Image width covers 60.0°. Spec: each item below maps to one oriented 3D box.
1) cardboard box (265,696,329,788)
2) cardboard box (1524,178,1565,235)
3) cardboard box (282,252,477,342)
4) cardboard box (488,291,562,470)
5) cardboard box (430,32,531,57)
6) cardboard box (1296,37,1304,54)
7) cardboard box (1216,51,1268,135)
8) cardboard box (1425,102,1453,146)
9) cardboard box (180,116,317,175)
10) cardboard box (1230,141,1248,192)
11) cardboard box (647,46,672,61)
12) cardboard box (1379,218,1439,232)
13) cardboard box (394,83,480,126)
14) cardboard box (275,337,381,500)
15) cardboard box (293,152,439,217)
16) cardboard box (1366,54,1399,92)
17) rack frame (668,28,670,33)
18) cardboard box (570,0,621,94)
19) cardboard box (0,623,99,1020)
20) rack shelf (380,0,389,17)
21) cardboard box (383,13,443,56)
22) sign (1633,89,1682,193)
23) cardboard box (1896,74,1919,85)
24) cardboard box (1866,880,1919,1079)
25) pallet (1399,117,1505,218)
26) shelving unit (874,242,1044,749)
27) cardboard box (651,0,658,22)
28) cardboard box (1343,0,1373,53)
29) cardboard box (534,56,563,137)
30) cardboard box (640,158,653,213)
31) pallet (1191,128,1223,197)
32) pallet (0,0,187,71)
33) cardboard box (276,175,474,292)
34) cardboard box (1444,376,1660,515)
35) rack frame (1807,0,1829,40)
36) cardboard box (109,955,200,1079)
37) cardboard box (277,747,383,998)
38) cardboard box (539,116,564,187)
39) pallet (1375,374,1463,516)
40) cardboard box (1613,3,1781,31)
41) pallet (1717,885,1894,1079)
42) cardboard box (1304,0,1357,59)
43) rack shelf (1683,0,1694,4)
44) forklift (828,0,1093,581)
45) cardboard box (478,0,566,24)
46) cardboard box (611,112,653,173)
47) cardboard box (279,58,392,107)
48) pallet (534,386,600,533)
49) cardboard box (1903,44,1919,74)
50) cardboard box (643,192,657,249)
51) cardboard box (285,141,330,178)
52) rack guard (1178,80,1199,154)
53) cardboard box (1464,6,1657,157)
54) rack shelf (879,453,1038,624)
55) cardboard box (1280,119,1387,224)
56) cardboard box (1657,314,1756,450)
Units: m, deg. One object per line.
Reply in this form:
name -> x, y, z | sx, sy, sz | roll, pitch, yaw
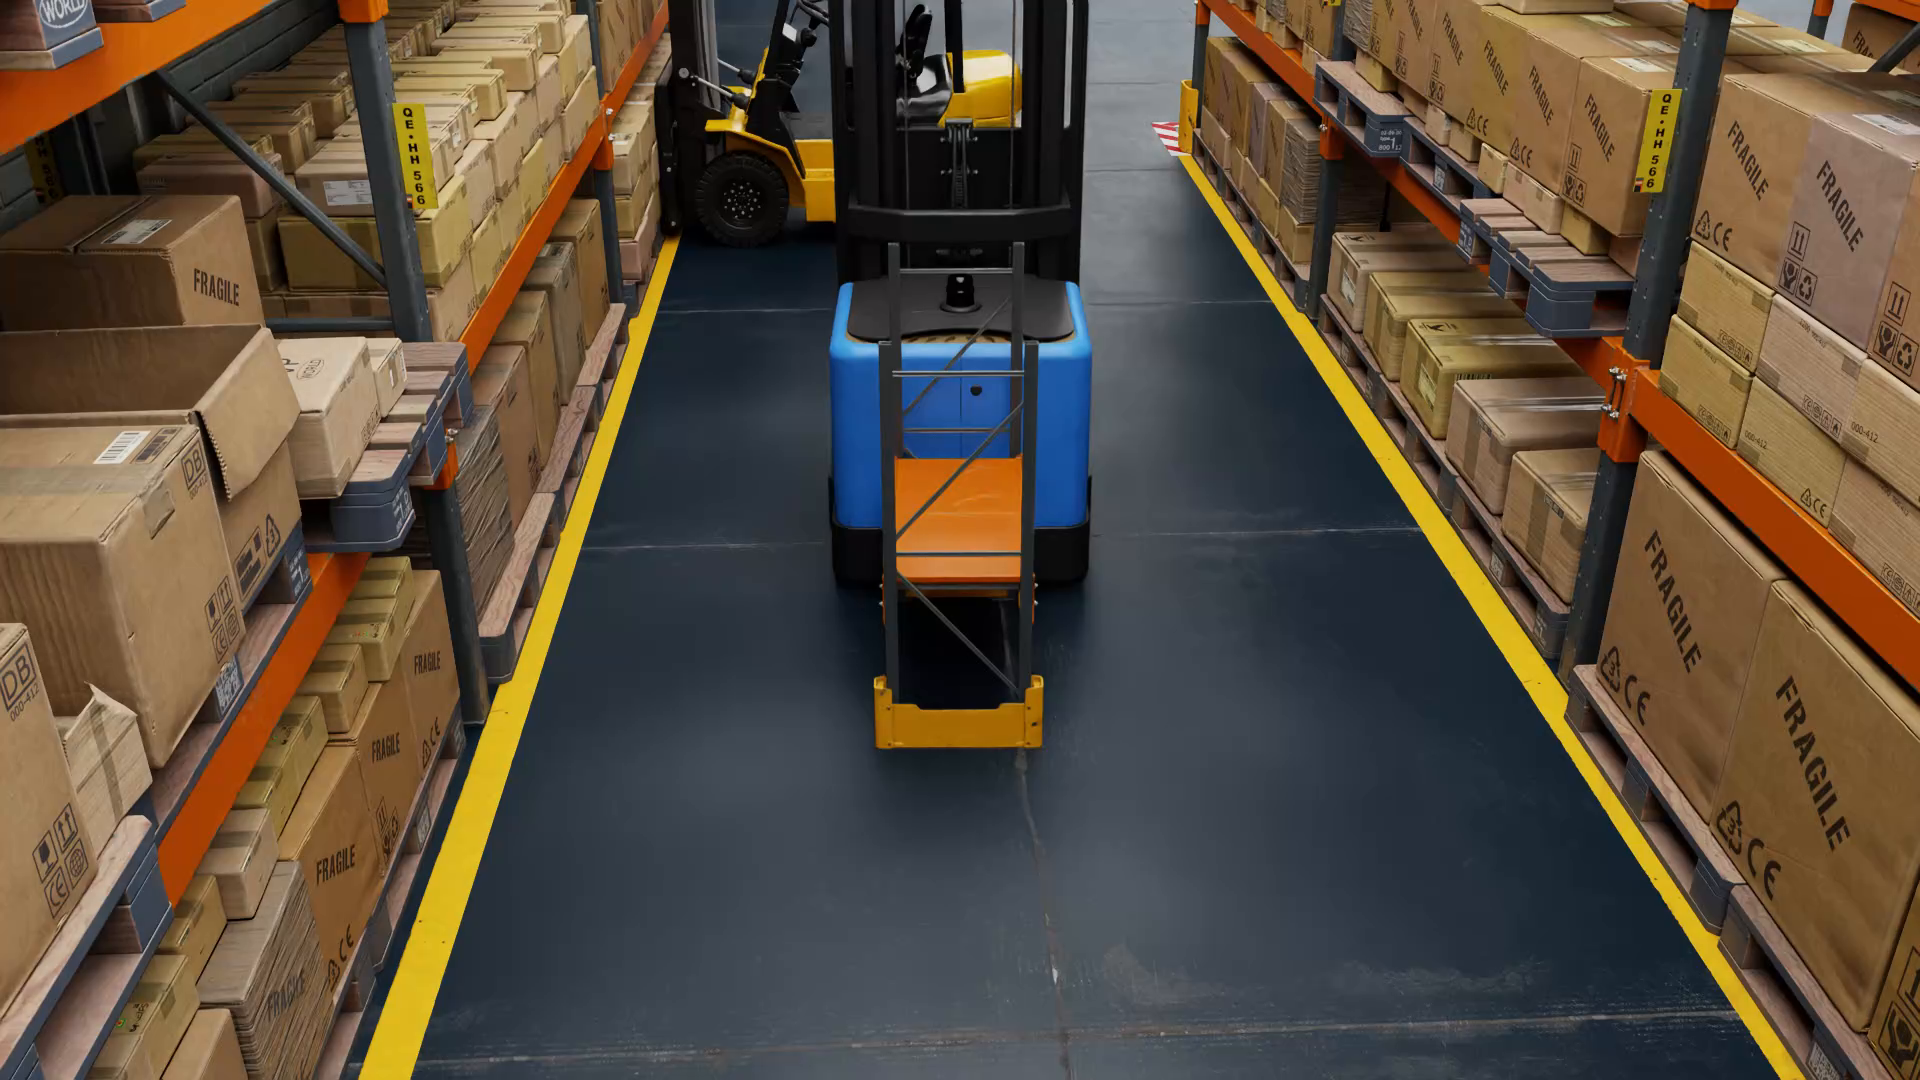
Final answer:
cardboard box -> -1.947, 0.551, 4.497 | 0.380, 0.149, 0.250 | -1, 28, -1
cardboard box -> 2.351, -1.256, 6.231 | 0.380, 0.149, 0.250 | -2, 28, -3
cardboard box -> -1.988, -0.820, 5.742 | 0.500, 0.250, 0.500 | -1, 28, -2
cardboard box -> -2.305, -0.710, 7.482 | 0.875, 0.625, 0.625 | -2, 28, -5
cardboard box -> -2.082, -2.114, 7.249 | 0.380, 0.149, 0.250 | -1, 28, -2
cardboard box -> 2.263, -3.027, 10.082 | 0.380, 0.149, 0.250 | -2, 28, -3
cardboard box -> 2.129, -3.160, 11.774 | 0.500, 0.500, 0.500 | -2, 28, -5
cardboard box -> 2.292, -1.854, 7.379 | 0.380, 0.149, 0.250 | 0, 28, -1
cardboard box -> -2.506, -1.393, 5.867 | 0.380, 0.149, 0.250 | -1, 28, -3
cardboard box -> 2.156, -2.592, 11.496 | 0.500, 0.250, 0.500 | 0, 28, 1
cardboard box -> -2.259, -3.340, 11.849 | 0.500, 0.250, 0.500 | -1, 28, -2
cardboard box -> 2.777, -1.891, 10.151 | 0.500, 0.250, 0.500 | -3, 28, -5
cardboard box -> -2.055, -1.639, 6.340 | 0.380, 0.149, 0.250 | -1, 28, -2
cardboard box -> -1.831, -0.316, 4.321 | 0.500, 0.250, 0.500 | -3, 28, -5
cardboard box -> -1.932, -1.162, 5.425 | 0.380, 0.149, 0.250 | -1, 28, -1
cardboard box -> 2.256, -2.341, 8.313 | 0.380, 0.149, 0.250 | -1, 28, -2
rack frame -> -2.627, -4.371, 12.386 | 1.000, 3.000, 0.127 | -1, 28, -3
cardboard box -> -2.180, -2.779, 9.226 | 0.500, 0.500, 0.500 | -2, 28, -4
cardboard box -> -1.829, 0.473, 2.538 | 0.700, 0.500, 0.500 | -1, 28, -2
rack shelf -> -2.314, -2.611, 6.546 | 1.077, 0.370, 4.000 | -1, 28, -3
cardboard box -> -2.606, -2.330, 7.664 | 0.380, 0.149, 0.250 | -2, 28, -3
sign -> 2.206, -1.259, 5.253 | 0.100, 0.325, 0.005 | -1, 28, -3
cardboard box -> 3.036, -1.053, 4.836 | 0.500, 0.500, 0.500 | -2, 28, -4
cardboard box -> 2.789, 1.104, 3.733 | 0.875, 0.875, 0.875 | -1, 28, -1
pallet -> 2.603, -1.626, 7.331 | 1.003, 0.211, 1.213 | -1, 28, -3
shelving unit -> -0.009, -0.181, 5.976 | 0.587, 1.500, 1.083 | 0, 28, 0
cardboard box -> -2.294, -3.718, 11.026 | 0.500, 0.500, 0.500 | -2, 28, -4
cardboard box -> 2.277, -2.784, 8.460 | 0.500, 0.500, 0.500 | -1, 28, -1
cardboard box -> -2.082, -1.984, 7.432 | 0.500, 0.250, 0.500 | -1, 28, -2
cardboard box -> -2.163, -2.175, 10.156 | 0.500, 0.250, 0.500 | -2, 28, -3
pallet -> 2.341, -2.845, 12.476 | 1.003, 0.211, 1.213 | -1, 28, -3
pallet -> -2.022, -0.857, 2.610 | 1.213, 0.211, 1.003 | -1, 28, -3
cardboard box -> -1.963, -1.043, 5.627 | 0.500, 0.250, 0.500 | -1, 28, -3
cardboard box -> 2.681, -0.421, 7.200 | 0.950, 0.372, 0.625 | -2, 28, -4
rack frame -> 7.268, -4.658, 12.938 | 1.000, 3.000, 0.127 | -1, 28, -3
cardboard box -> -1.884, 1.032, 3.575 | 0.380, 0.149, 0.250 | 0, 28, -1
cardboard box -> -1.927, 0.909, 4.512 | 0.500, 0.500, 0.500 | 0, 28, 0
cardboard box -> -2.103, -1.768, 7.559 | 0.500, 0.250, 0.500 | -1, 28, -2
pallet -> 2.648, -0.484, 7.950 | 1.003, 0.211, 1.213 | -1, 28, -3
cardboard box -> 2.886, -1.859, 6.687 | 0.500, 0.500, 0.500 | -1, 28, -2
pallet -> 2.774, 1.367, 4.401 | 1.003, 0.211, 1.213 | -1, 28, -3
cardboard box -> 2.267, -3.020, 9.368 | 0.500, 0.500, 0.500 | -2, 28, -4
rack shelf -> 2.643, -2.732, 6.779 | 1.077, 0.370, 4.000 | -1, 28, -3
forklift -> -0.009, -1.770, 7.474 | 1.130, 2.935, 3.031 | 0, 28, 0
cardboard box -> -2.147, -2.584, 8.151 | 0.380, 0.149, 0.250 | -2, 28, -3
cardboard box -> -2.147, -2.401, 10.048 | 0.500, 0.250, 0.500 | -1, 28, -3
cardboard box -> -2.528, -1.862, 6.767 | 0.380, 0.149, 0.250 | -1, 28, -1
pallet -> -2.274, -0.383, 7.756 | 1.003, 0.211, 1.213 | -1, 28, -3
cardboard box -> 7.417, -3.185, 11.956 | 0.875, 0.875, 0.875 | -2, 28, -3
cardboard box -> -2.155, -1.956, 10.276 | 0.500, 0.250, 0.500 | -2, 28, -4
cardboard box -> -2.539, -1.268, 6.059 | 0.500, 0.250, 0.500 | -1, 28, -2
rack guard -> 2.334, -3.349, 13.130 | 1.175, 0.500, 0.348 | -1, 28, -3
cardboard box -> 2.381, -1.835, 6.641 | 0.500, 0.500, 0.500 | -3, 28, -6
rack shelf -> -0.009, -0.026, 6.067 | 0.538, 0.185, 1.000 | 0, 28, 0
cardboard box -> 2.240, -2.211, 9.954 | 0.500, 0.500, 0.500 | -2, 28, -3
cardboard box -> 2.522, -0.499, 5.126 | 0.500, 0.250, 0.500 | -2, 28, -4
